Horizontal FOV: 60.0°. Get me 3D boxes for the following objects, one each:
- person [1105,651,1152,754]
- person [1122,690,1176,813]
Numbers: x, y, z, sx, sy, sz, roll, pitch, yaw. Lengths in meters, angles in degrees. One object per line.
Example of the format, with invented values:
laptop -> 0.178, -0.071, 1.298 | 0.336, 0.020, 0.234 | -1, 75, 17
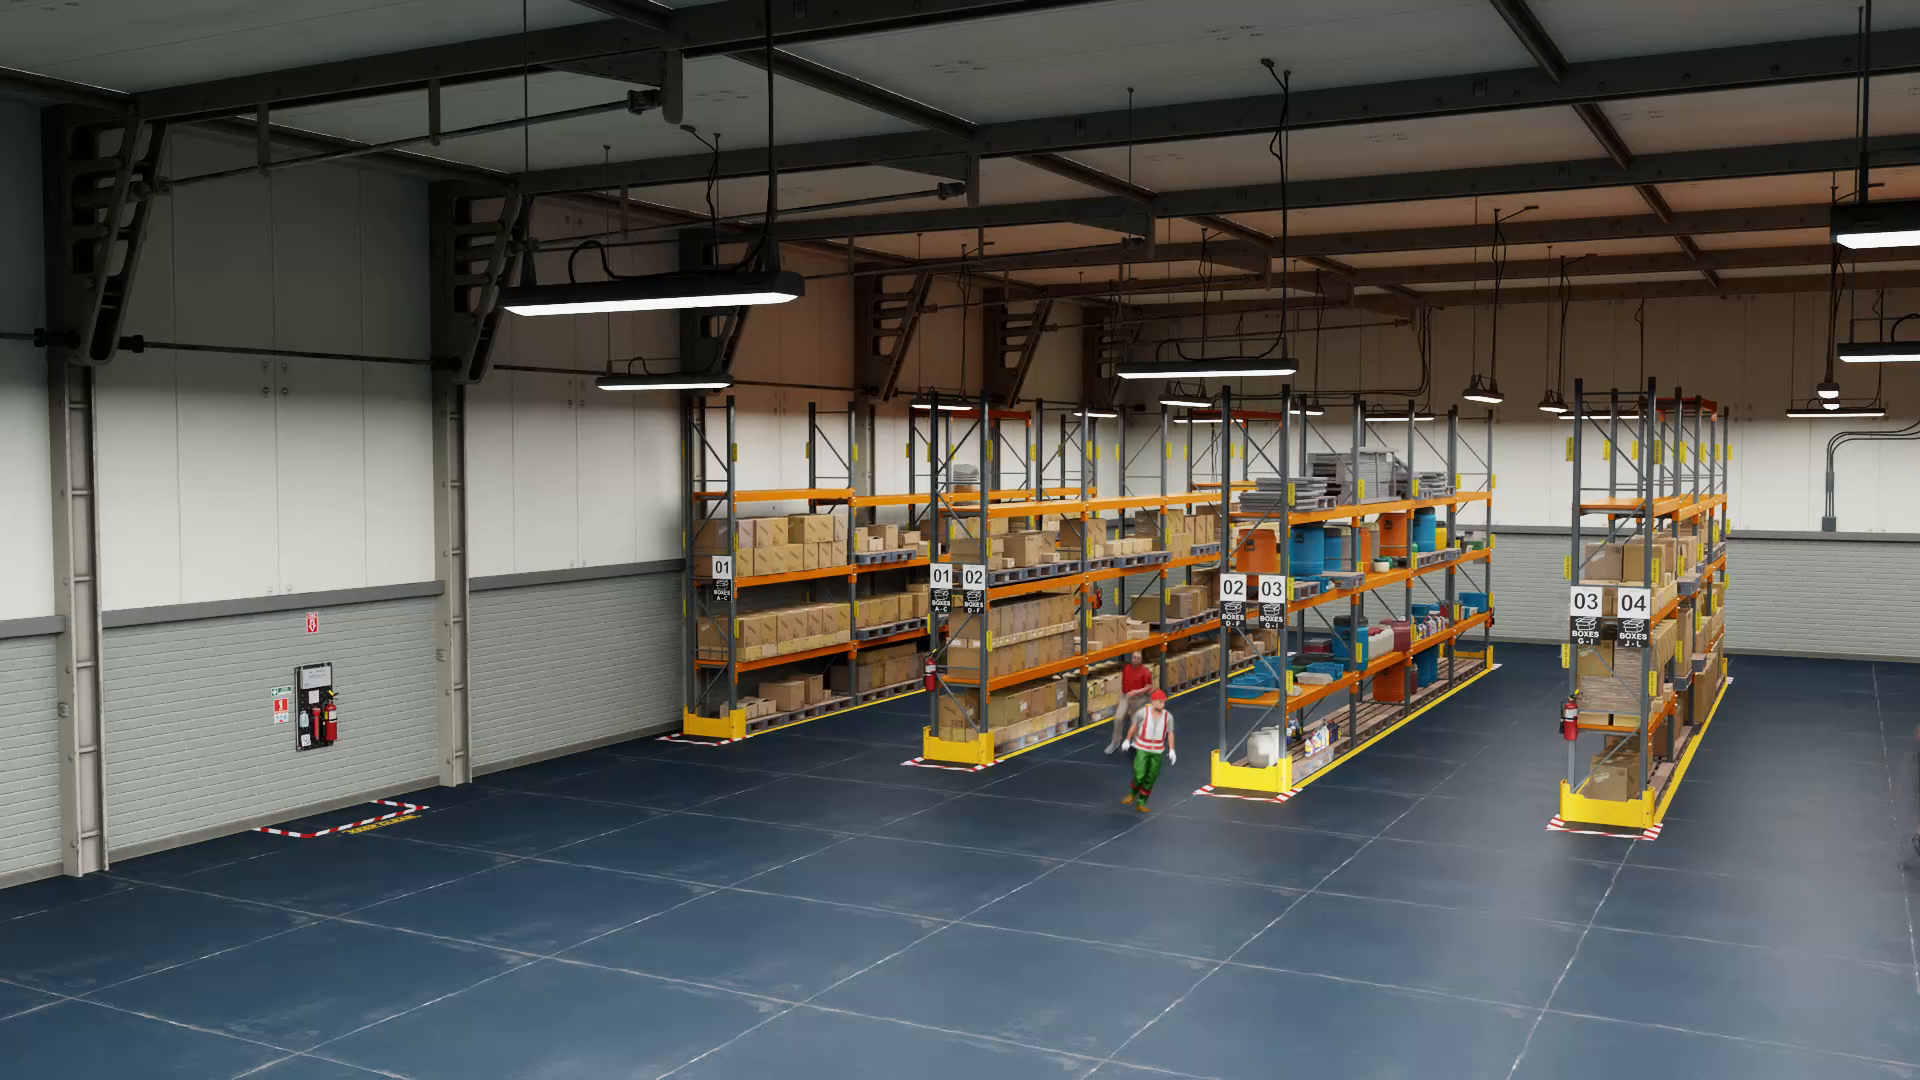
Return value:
person -> 2.863, 2.686, 27.677 | 0.733, 1.712, 0.845 | 1, 3, 26
person -> 2.623, 2.923, 23.045 | 0.679, 1.731, 0.618 | -1, 3, -10
